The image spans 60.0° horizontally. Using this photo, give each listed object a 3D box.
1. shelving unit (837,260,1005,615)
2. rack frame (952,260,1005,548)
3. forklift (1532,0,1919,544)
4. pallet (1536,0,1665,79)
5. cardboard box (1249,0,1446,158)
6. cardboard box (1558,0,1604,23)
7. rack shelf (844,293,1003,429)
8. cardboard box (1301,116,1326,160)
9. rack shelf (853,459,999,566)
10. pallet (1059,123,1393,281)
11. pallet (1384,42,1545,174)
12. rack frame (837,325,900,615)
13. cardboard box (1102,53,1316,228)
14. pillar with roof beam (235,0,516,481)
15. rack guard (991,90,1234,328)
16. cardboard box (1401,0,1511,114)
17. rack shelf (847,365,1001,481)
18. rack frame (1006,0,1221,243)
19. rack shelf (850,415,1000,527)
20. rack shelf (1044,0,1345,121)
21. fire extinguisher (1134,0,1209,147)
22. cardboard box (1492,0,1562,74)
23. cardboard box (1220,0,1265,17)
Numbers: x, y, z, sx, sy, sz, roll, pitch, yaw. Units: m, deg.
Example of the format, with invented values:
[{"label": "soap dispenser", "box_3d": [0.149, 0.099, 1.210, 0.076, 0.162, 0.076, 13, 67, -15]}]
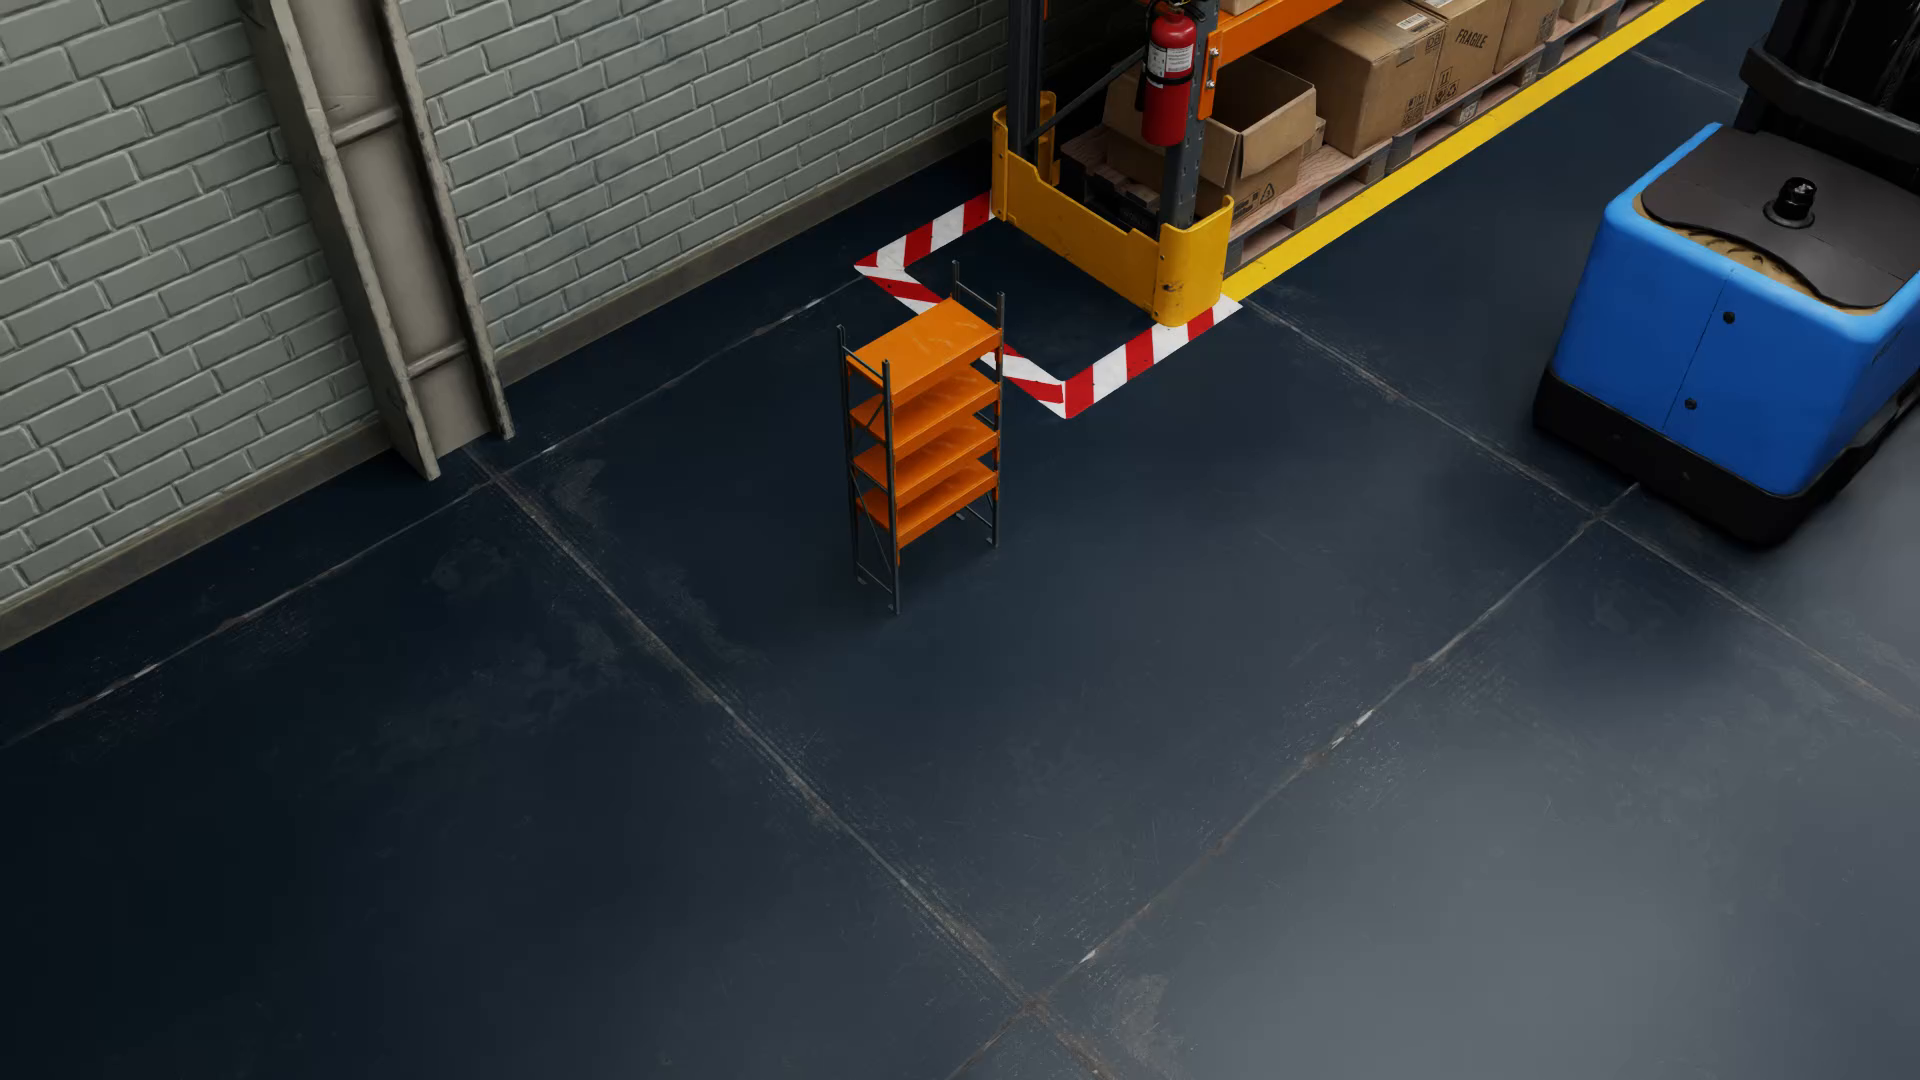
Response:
[{"label": "shelving unit", "box_3d": [-0.122, -0.325, 5.734, 0.503, 1.200, 0.258, -34, 56, -27]}, {"label": "rack frame", "box_3d": [0.058, -0.446, 5.845, 0.015, 1.200, 0.240, -34, 56, -27]}, {"label": "forklift", "box_3d": [3.682, -1.953, 6.058, 3.031, 2.935, 1.130, -36, 57, -28]}, {"label": "pallet", "box_3d": [3.031, -2.961, 8.838, 1.213, 0.211, 1.003, -34, 56, -27]}, {"label": "cardboard box", "box_3d": [1.755, -2.215, 7.668, 0.500, 0.500, 0.700, -32, 55, -26]}, {"label": "cardboard box", "box_3d": [3.061, -2.849, 8.412, 0.258, 0.266, 0.396, -32, 55, -26]}, {"label": "rack shelf", "box_3d": [-0.122, -0.591, 5.445, 0.480, 0.148, 0.258, -34, 56, -27]}, {"label": "cardboard box", "box_3d": [1.437, -1.883, 7.601, 0.250, 0.149, 0.380, -36, 57, -28]}, {"label": "rack shelf", "box_3d": [-0.122, -0.145, 5.929, 0.480, 0.148, 0.258, -34, 56, -27]}, {"label": "pallet", "box_3d": [1.226, -1.754, 7.725, 1.213, 0.211, 1.003, -34, 56, -27]}, {"label": "pallet", "box_3d": [2.128, -2.354, 8.279, 1.213, 0.211, 1.003, -34, 56, -27]}, {"label": "rack frame", "box_3d": [-0.303, -0.204, 5.622, 0.015, 1.200, 0.240, -34, 56, -27]}, {"label": "cardboard box", "box_3d": [1.097, -1.815, 7.296, 0.637, 0.503, 0.797, -36, 57, -28]}, {"label": "pillar with roof beam", "box_3d": [0.875, -1.118, 1.159, 0.400, 9.000, 9.100, -34, 56, -27]}, {"label": "rack guard", "box_3d": [0.637, -1.458, 7.255, 0.348, 0.500, 1.175, -34, 56, -27]}, {"label": "cardboard box", "box_3d": [2.214, -2.422, 7.859, 0.500, 0.500, 0.500, -33, 55, -27]}, {"label": "rack shelf", "box_3d": [-0.122, -0.431, 5.619, 0.480, 0.148, 0.258, -34, 56, -27]}, {"label": "rack frame", "box_3d": [0.580, -2.268, 6.301, 0.127, 3.000, 1.000, -34, 56, -27]}, {"label": "rack shelf", "box_3d": [-0.122, -0.279, 5.783, 0.480, 0.148, 0.258, -34, 56, -27]}, {"label": "rack shelf", "box_3d": [2.060, -3.013, 7.478, 4.000, 0.370, 1.077, -34, 56, -27]}, {"label": "fire extinguisher", "box_3d": [0.783, -1.791, 6.168, 0.183, 0.674, 0.296, -34, 56, -27]}, {"label": "cardboard box", "box_3d": [2.523, -2.728, 8.141, 0.500, 0.500, 0.700, -36, 57, -28]}, {"label": "cardboard box", "box_3d": [1.008, -2.196, 6.406, 0.250, 0.149, 0.380, -34, 56, -27]}]
